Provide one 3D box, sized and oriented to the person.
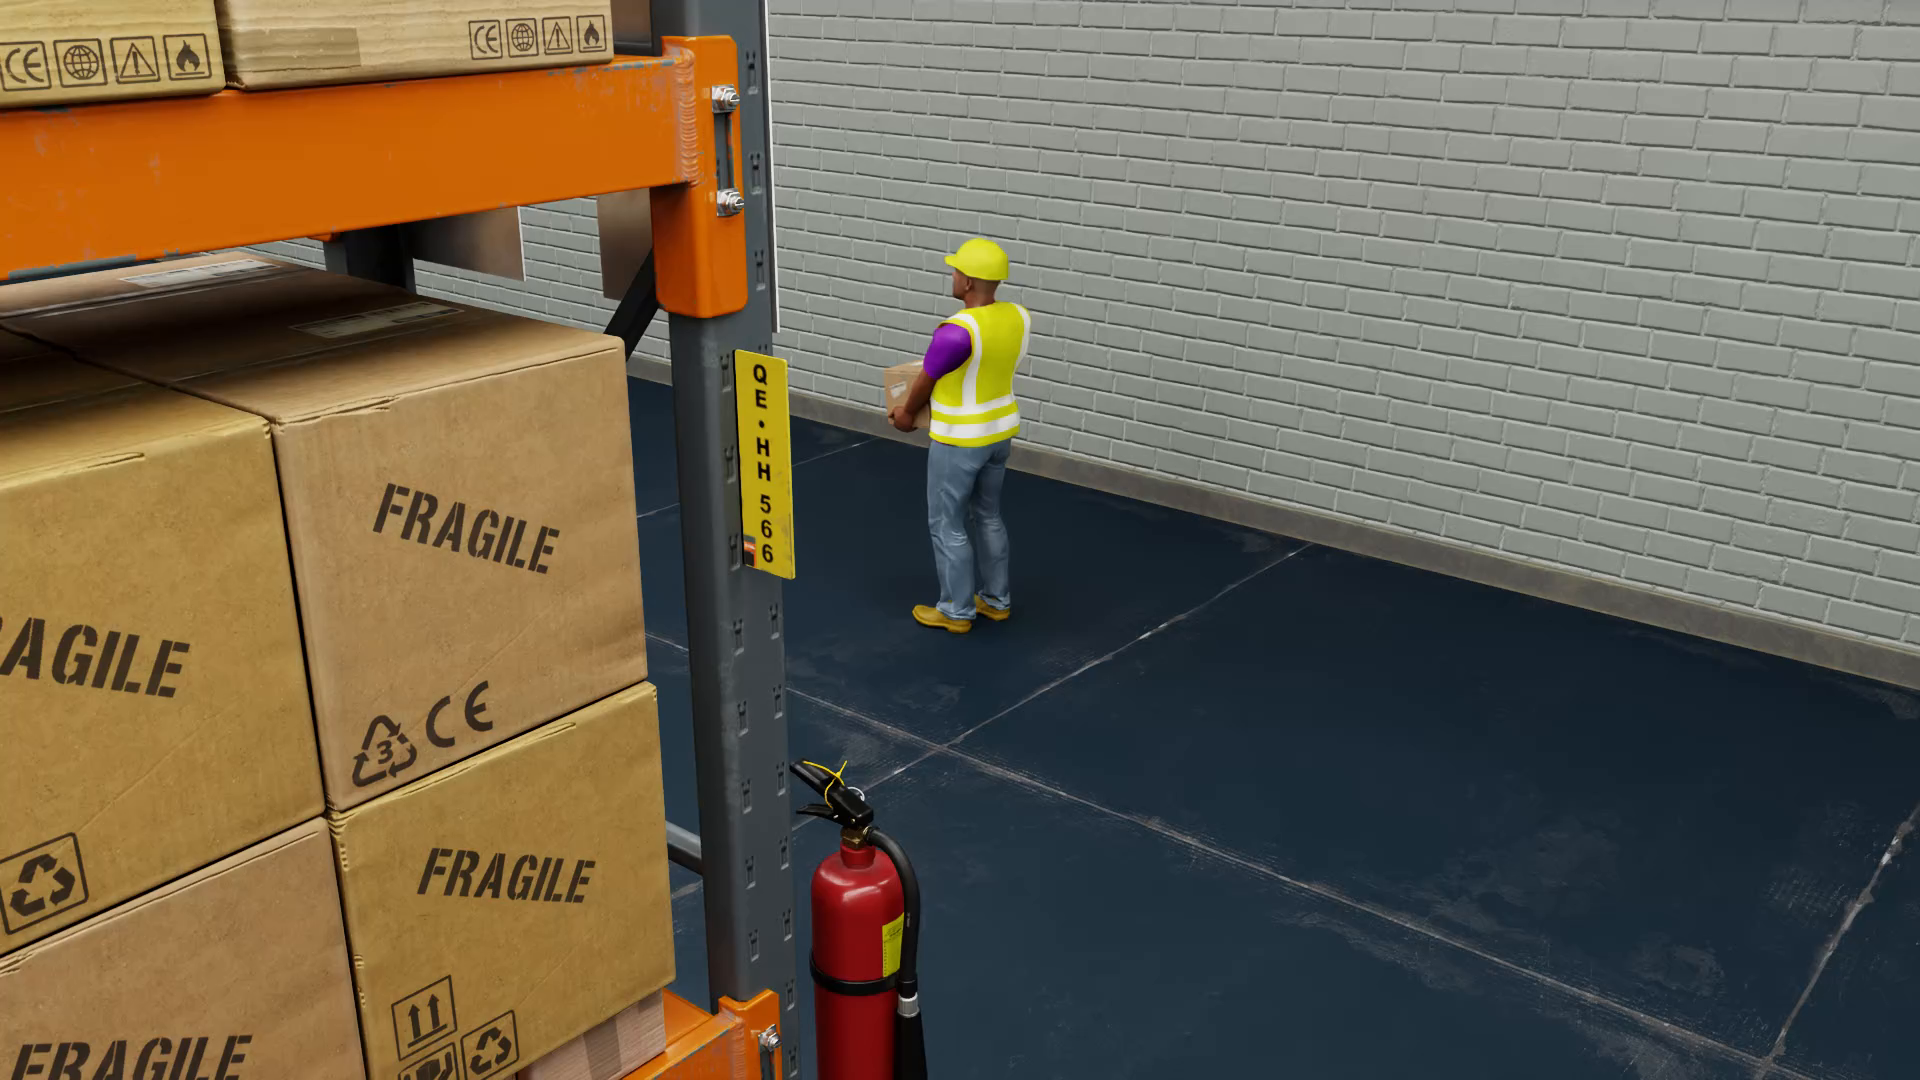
[{"bbox_3d":[-0.025,-0.463,7.317,0.577,1.760,0.503,16,26,37],"label":"person"}]
